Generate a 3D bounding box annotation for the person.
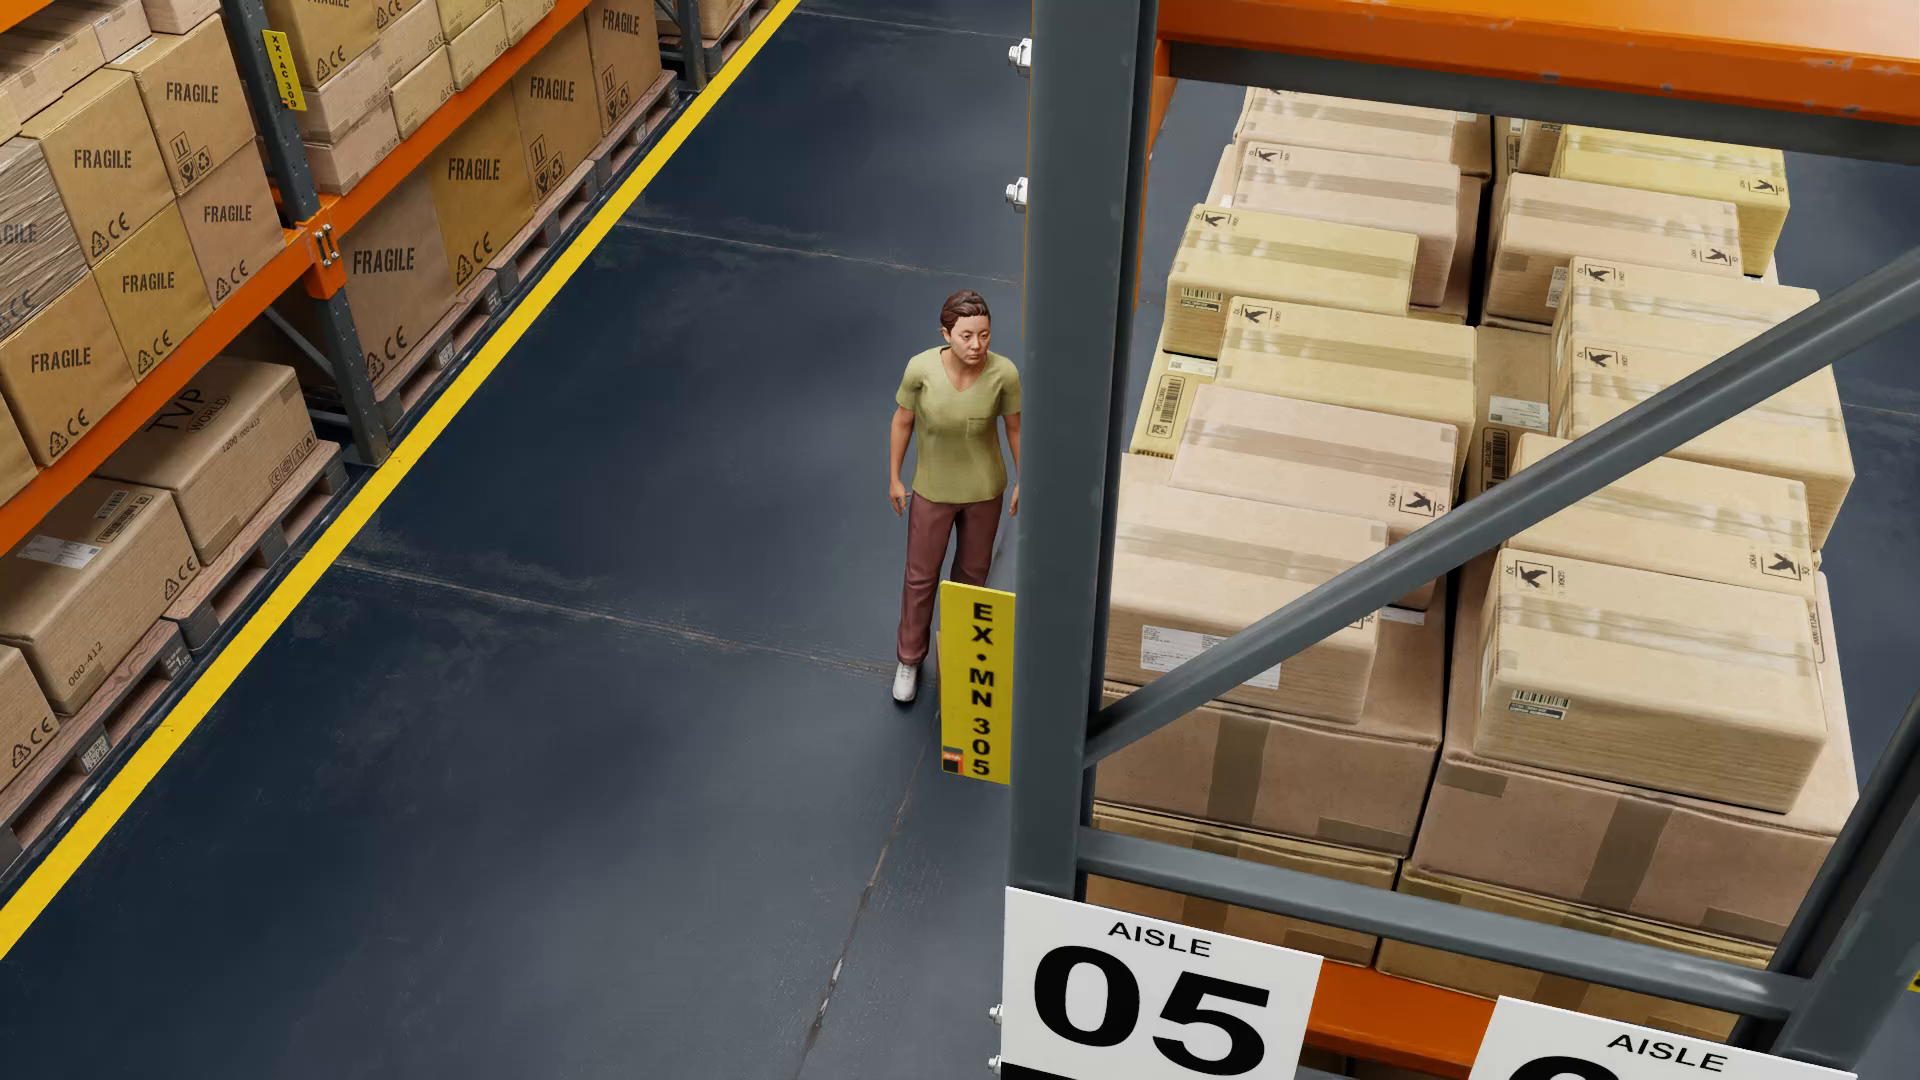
[{"bbox_3d":[-0.008,-0.153,6.320,0.553,1.676,0.549,-3,41,-3],"label":"person"}]
